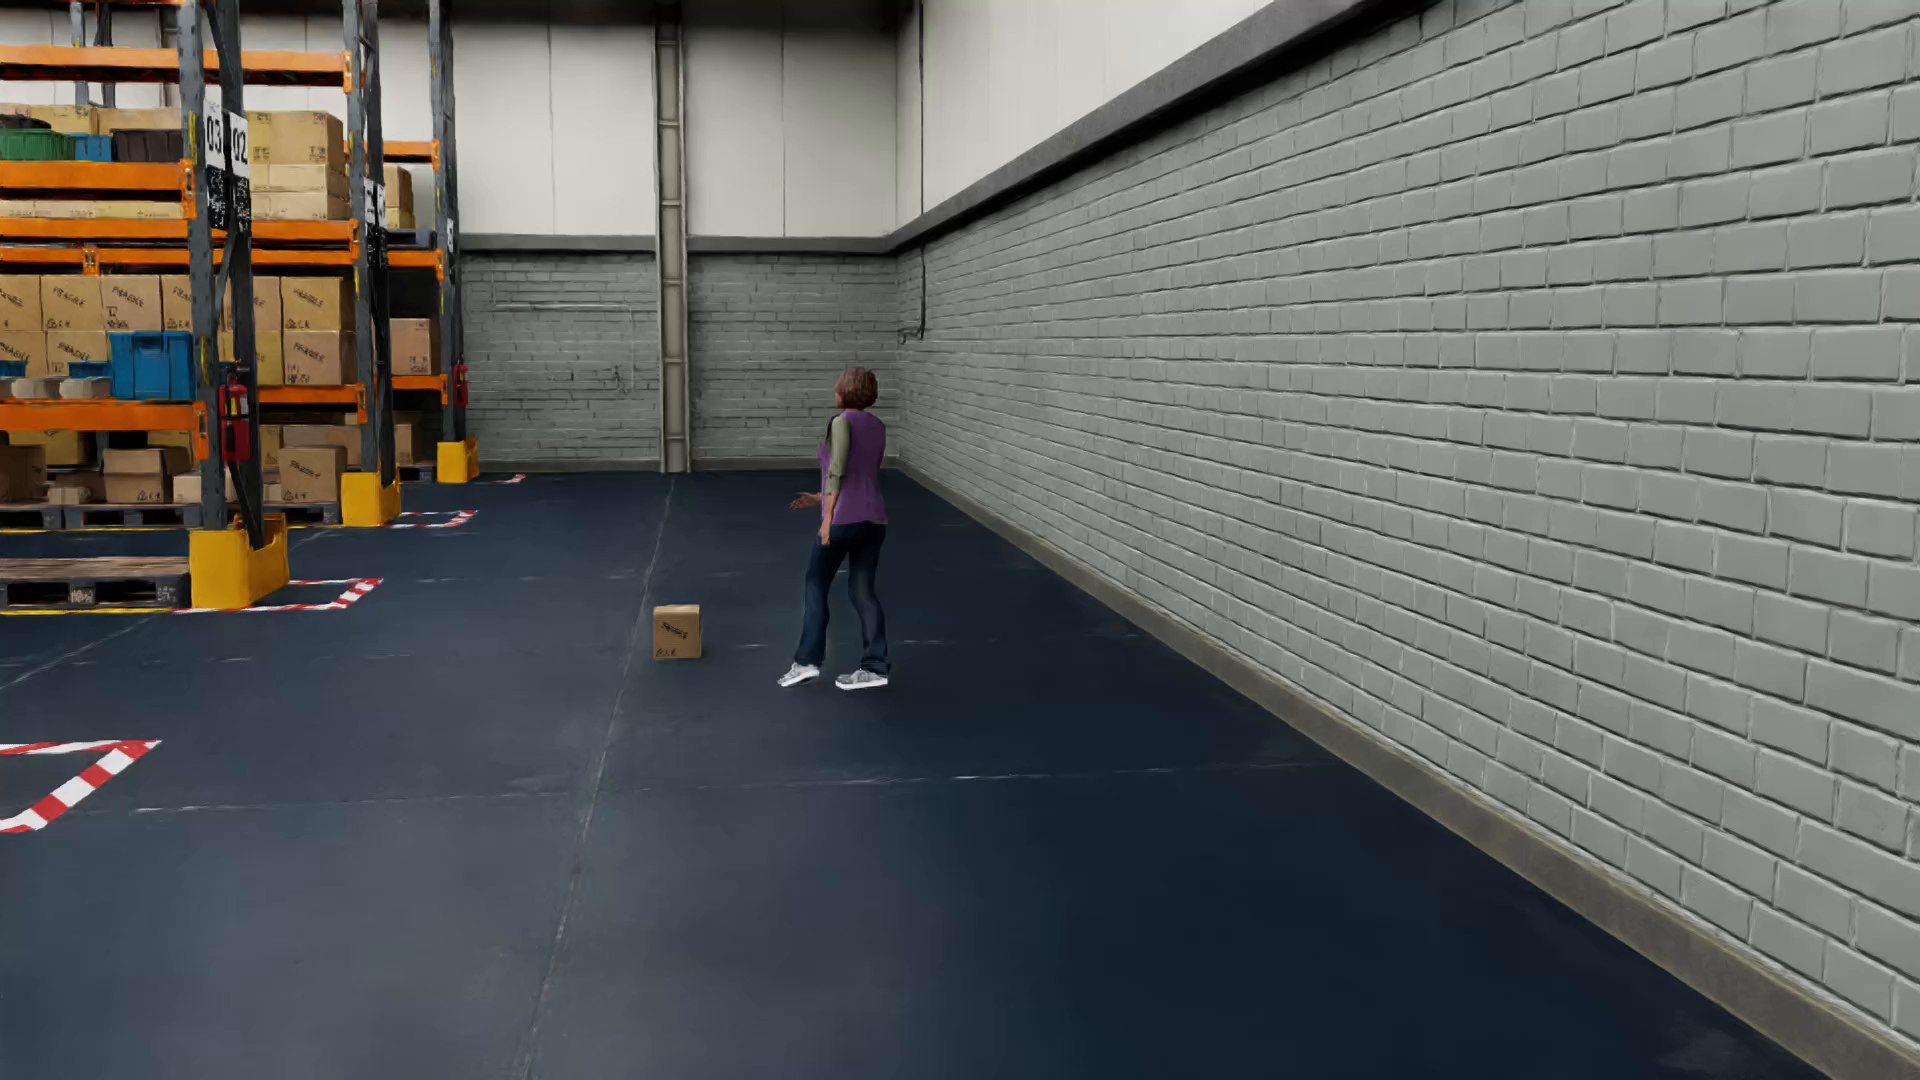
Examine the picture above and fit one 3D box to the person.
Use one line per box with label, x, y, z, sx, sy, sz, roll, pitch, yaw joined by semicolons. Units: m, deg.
person;-0.579;-0.037;8.170;0.655;1.597;0.560;6;9;42
